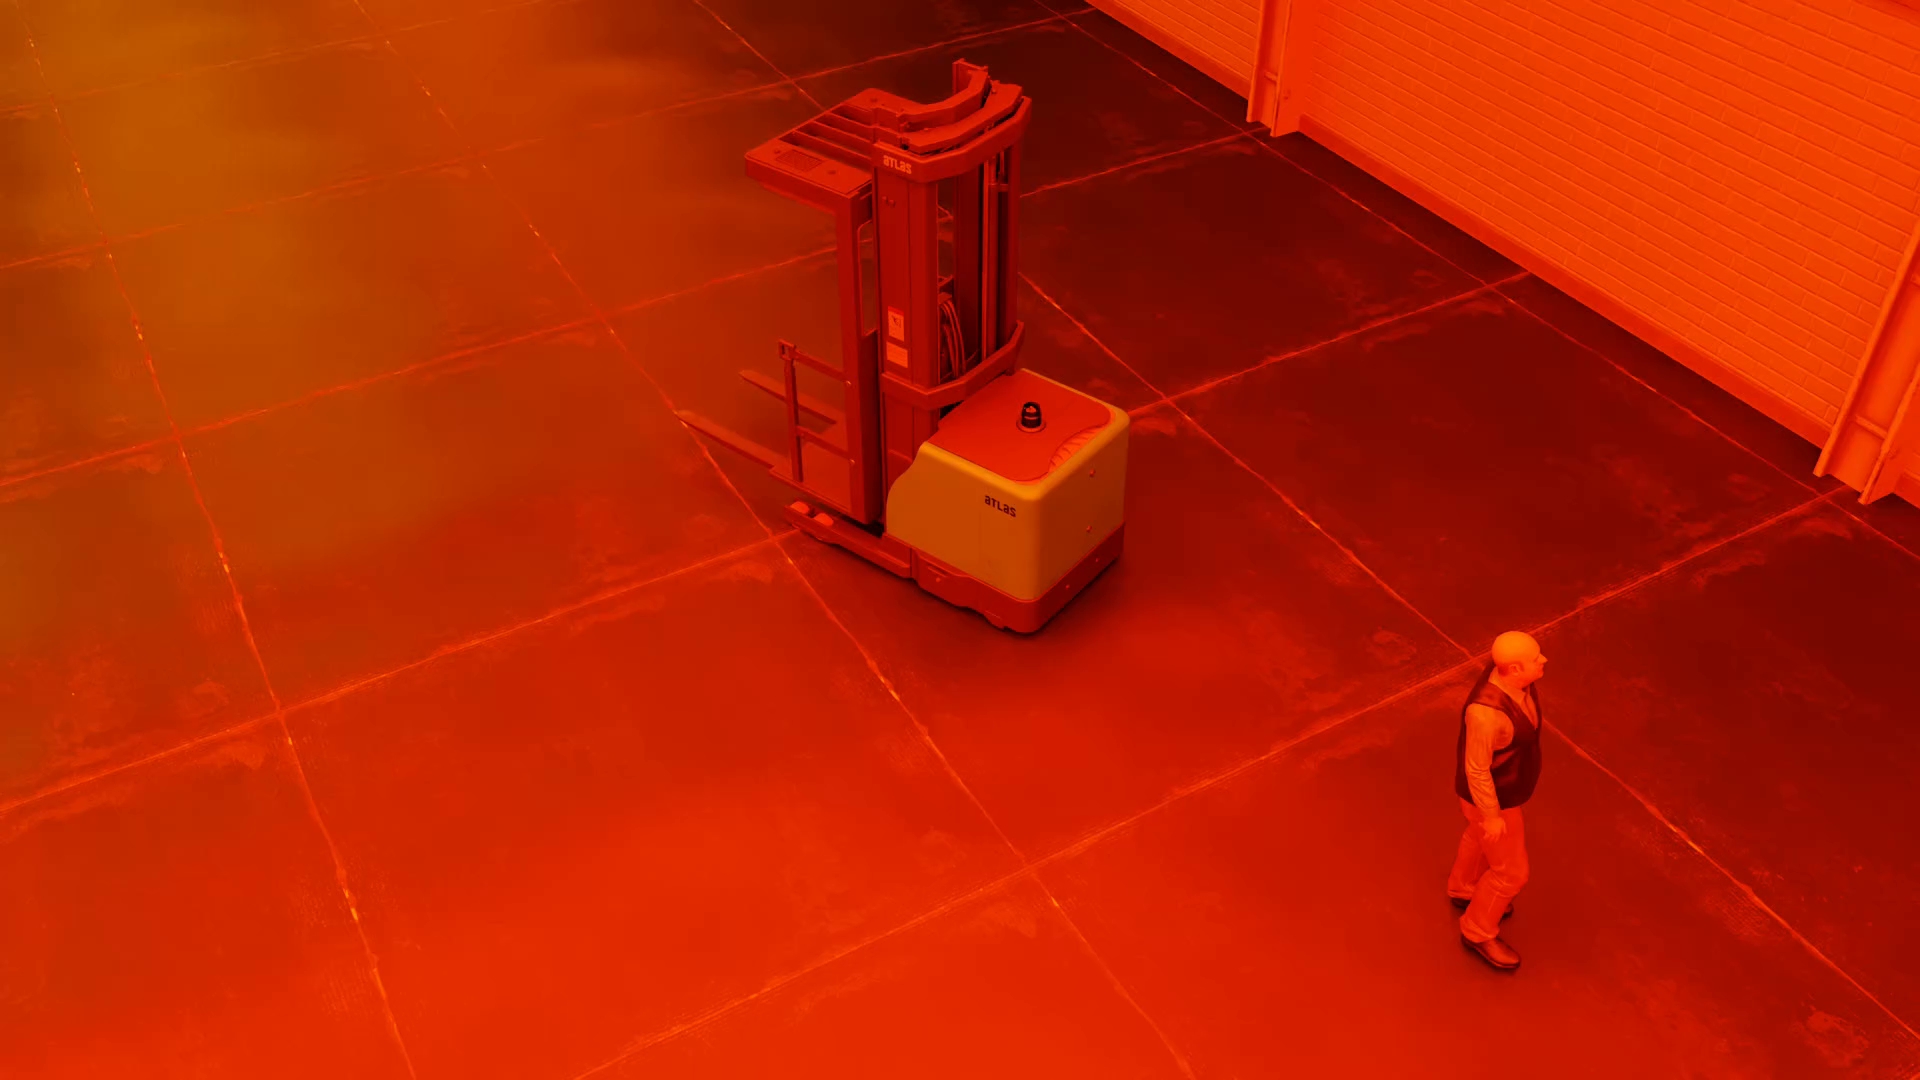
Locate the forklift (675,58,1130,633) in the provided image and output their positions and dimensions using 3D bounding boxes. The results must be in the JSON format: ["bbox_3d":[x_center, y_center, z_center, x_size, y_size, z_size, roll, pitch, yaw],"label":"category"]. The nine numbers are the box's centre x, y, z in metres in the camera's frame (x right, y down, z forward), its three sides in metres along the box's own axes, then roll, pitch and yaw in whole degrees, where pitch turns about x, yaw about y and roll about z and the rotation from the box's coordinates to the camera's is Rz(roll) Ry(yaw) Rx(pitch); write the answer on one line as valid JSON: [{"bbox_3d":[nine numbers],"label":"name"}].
[{"bbox_3d":[-0.481,-1.366,9.683,3.031,2.935,1.130,26,46,28],"label":"forklift"}]

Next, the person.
[{"bbox_3d":[2.511,1.145,7.594,0.576,1.721,0.636,19,43,22],"label":"person"}]
